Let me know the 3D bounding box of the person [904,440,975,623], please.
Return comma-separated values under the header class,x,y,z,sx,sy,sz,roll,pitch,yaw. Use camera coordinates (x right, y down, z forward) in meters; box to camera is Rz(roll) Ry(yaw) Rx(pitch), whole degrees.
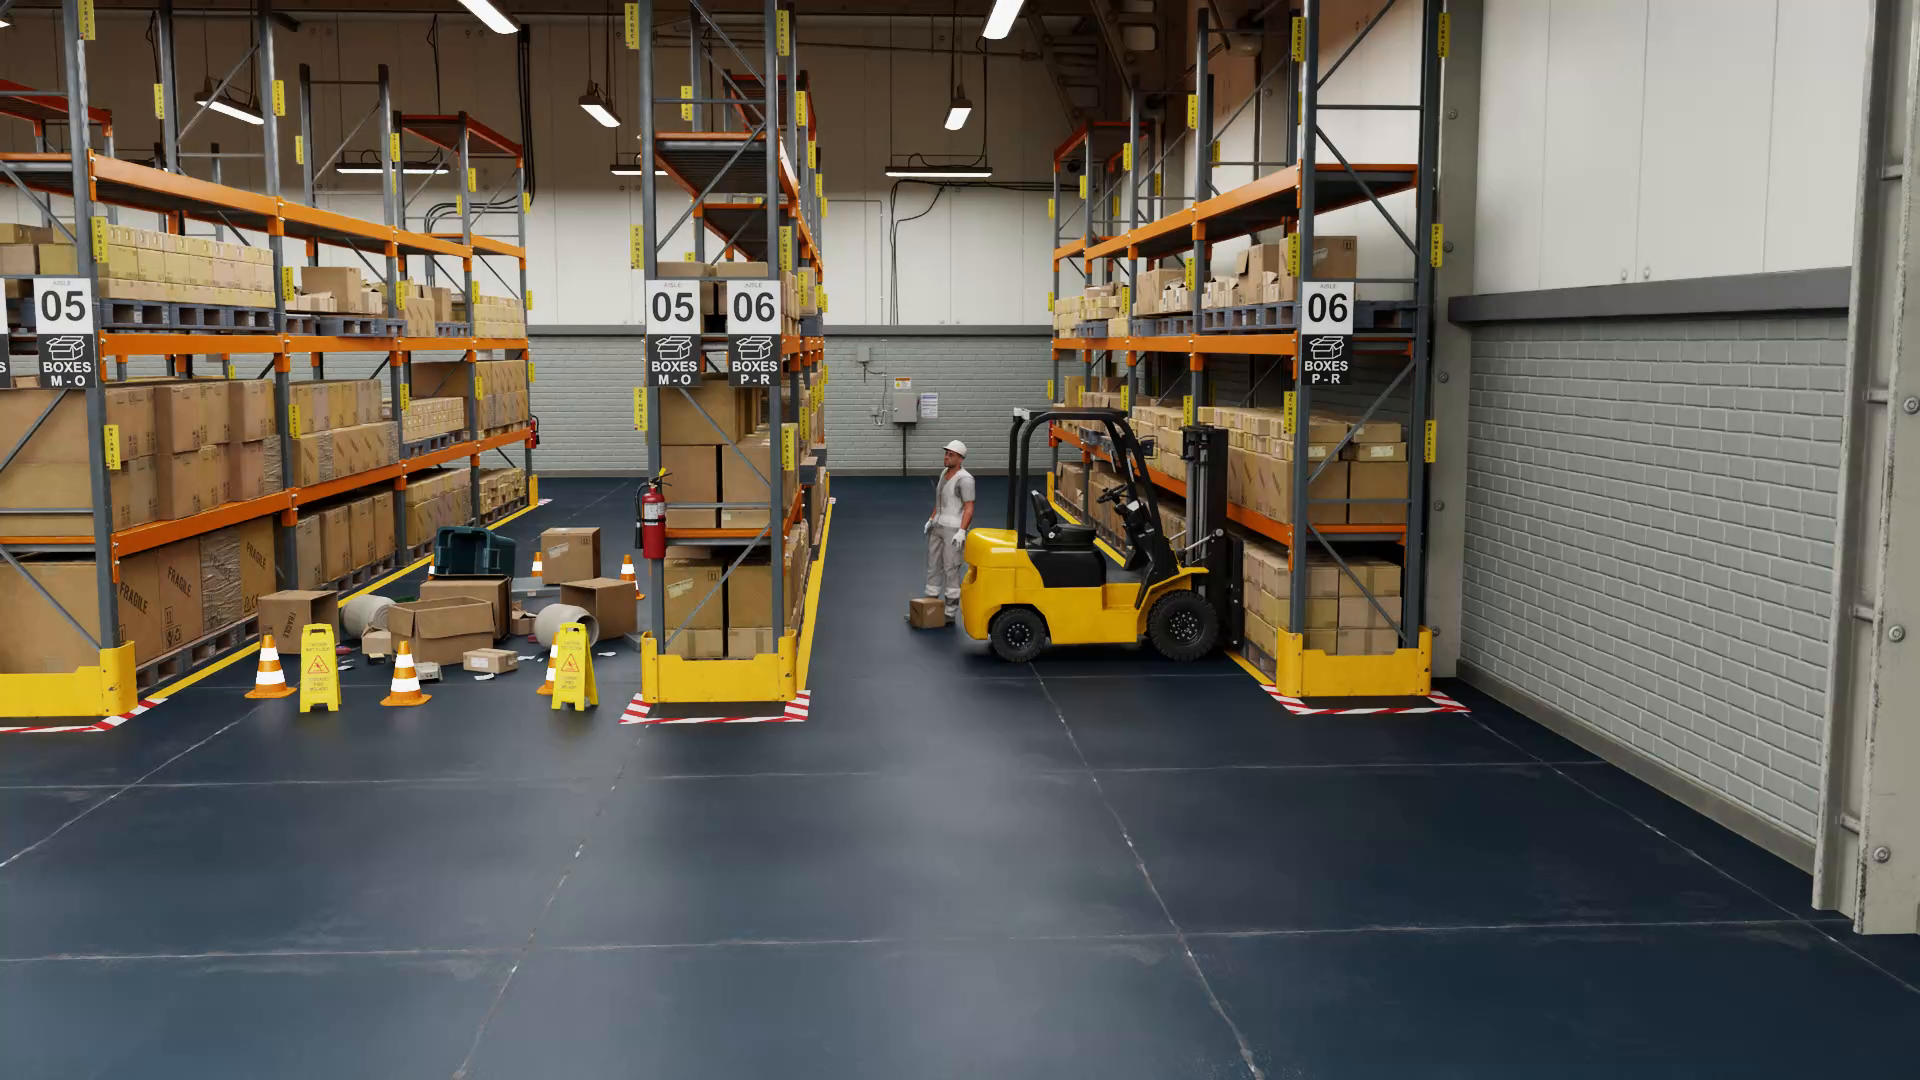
class,x,y,z,sx,sy,sz,roll,pitch,yaw
person,-0.177,-0.078,16.209,0.564,1.787,0.637,-4,8,-33
